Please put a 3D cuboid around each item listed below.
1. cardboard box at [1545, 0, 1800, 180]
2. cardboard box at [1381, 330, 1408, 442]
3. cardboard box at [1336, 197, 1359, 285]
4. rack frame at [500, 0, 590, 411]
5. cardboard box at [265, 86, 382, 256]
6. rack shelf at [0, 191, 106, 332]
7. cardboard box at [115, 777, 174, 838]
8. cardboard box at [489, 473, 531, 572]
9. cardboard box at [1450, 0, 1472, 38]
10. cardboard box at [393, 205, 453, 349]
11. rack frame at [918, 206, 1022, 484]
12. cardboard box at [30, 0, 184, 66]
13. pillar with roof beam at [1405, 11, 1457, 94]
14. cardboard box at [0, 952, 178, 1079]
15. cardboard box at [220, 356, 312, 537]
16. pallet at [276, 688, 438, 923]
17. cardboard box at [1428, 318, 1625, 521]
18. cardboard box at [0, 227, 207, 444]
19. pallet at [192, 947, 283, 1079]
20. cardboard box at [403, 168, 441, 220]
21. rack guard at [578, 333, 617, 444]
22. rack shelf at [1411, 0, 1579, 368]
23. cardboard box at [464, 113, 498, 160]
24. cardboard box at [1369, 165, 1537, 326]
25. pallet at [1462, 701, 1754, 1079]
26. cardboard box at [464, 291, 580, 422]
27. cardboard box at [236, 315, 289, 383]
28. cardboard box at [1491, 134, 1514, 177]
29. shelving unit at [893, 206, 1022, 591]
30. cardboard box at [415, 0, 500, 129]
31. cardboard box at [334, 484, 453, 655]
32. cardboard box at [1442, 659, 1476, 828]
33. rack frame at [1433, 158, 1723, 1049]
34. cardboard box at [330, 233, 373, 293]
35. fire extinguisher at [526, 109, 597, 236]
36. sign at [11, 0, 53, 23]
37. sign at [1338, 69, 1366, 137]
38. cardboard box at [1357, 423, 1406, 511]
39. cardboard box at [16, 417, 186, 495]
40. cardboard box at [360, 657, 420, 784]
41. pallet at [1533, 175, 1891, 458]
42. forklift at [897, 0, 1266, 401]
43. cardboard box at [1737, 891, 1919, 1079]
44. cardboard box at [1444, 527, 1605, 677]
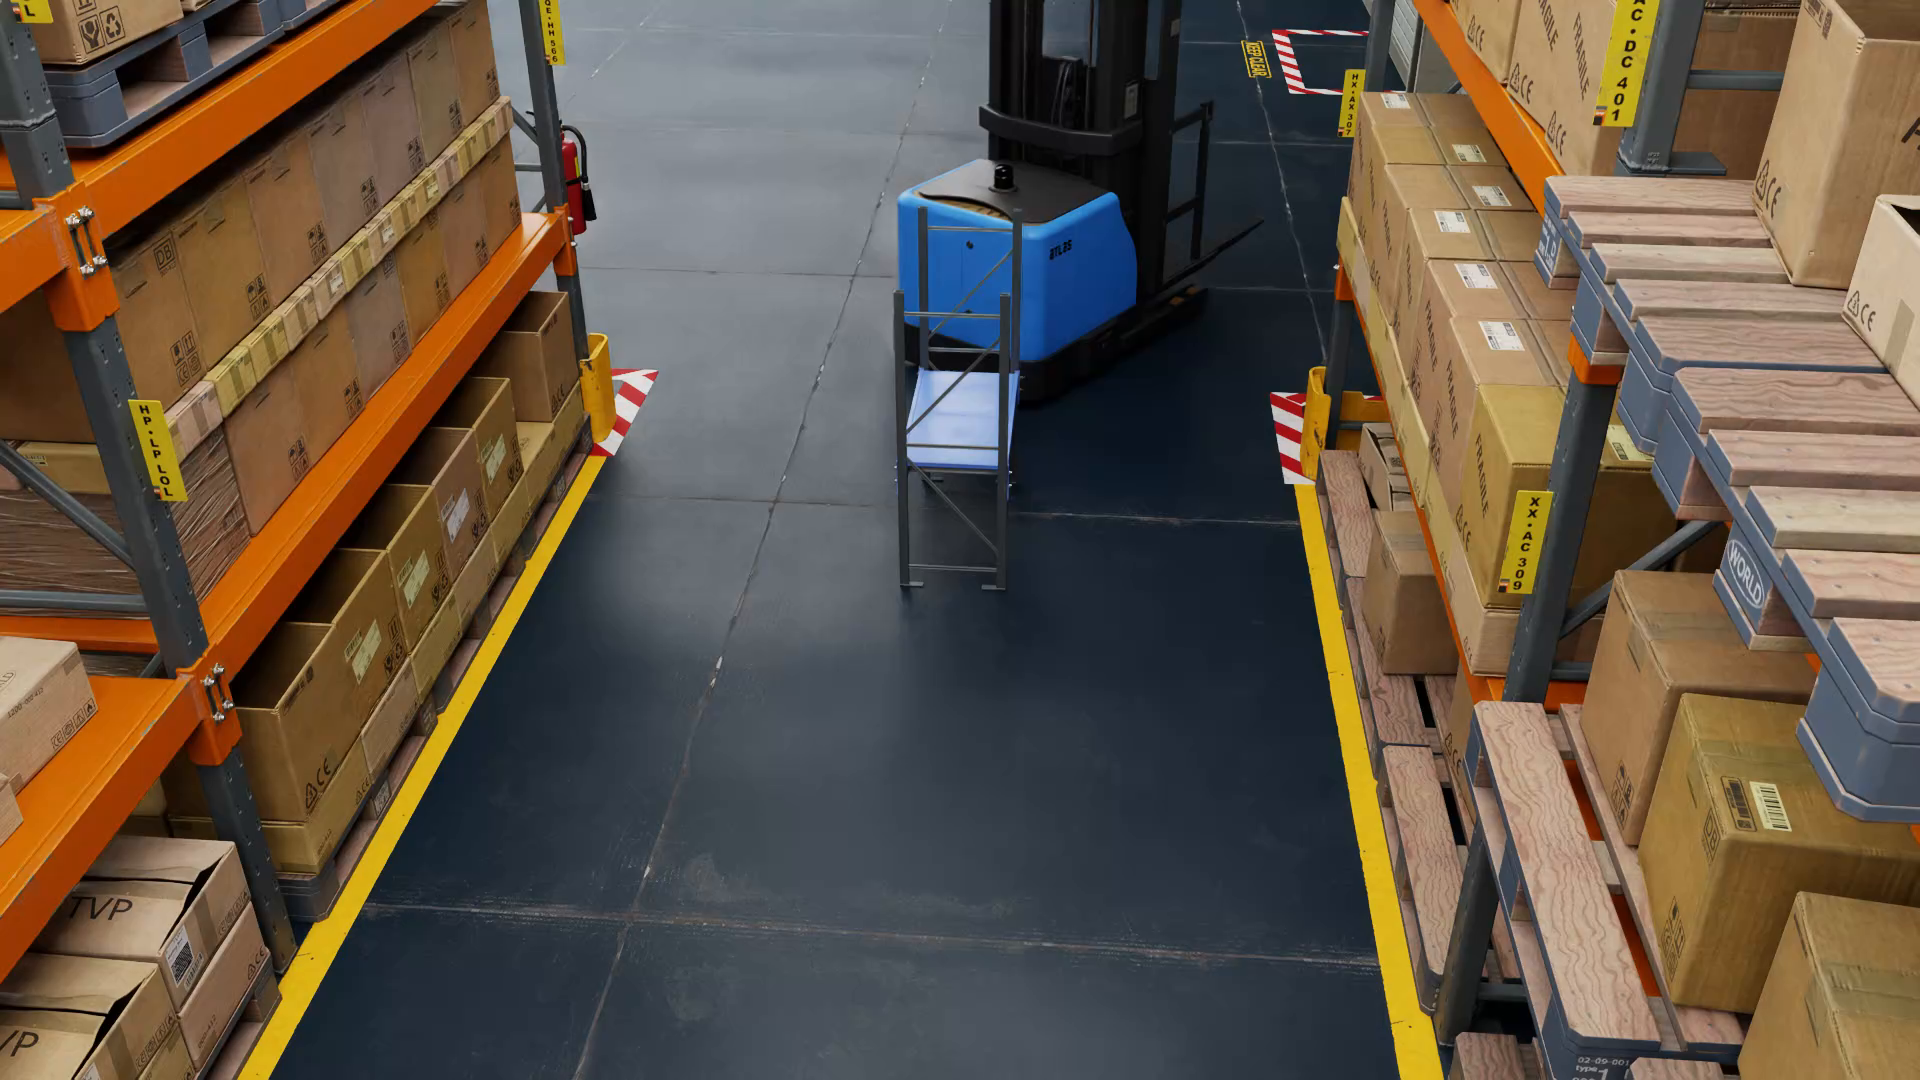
[{"bbox_3d":[1.886,-1.208,4.377,0.500,0.500,0.500,3,32,5],"label":"cardboard box"},{"bbox_3d":[1.942,-0.596,6.482,0.500,0.250,0.500,3,32,4],"label":"cardboard box"},{"bbox_3d":[2.061,-1.398,7.784,0.500,0.250,0.500,2,32,3],"label":"cardboard box"},{"bbox_3d":[-2.521,-1.905,8.482,1.000,3.000,0.127,2,32,4],"label":"rack frame"},{"bbox_3d":[-2.694,-1.428,6.376,0.700,0.500,0.500,2,32,4],"label":"cardboard box"},{"bbox_3d":[-3.009,0.262,2.793,1.077,0.370,4.000,2,32,4],"label":"rack shelf"},{"bbox_3d":[-3.026,0.927,6.108,0.500,0.250,0.500,2,32,4],"label":"cardboard box"},{"bbox_3d":[-2.338,-0.097,7.768,0.500,0.250,0.500,2,32,4],"label":"cardboard box"},{"bbox_3d":[2.000,-2.027,5.707,0.500,0.500,0.500,4,32,7],"label":"cardboard box"},{"bbox_3d":[-2.656,-1.170,7.194,0.700,0.500,0.500,3,32,4],"label":"cardboard box"},{"bbox_3d":[0.048,-0.949,8.360,0.500,1.500,0.032,2,32,4],"label":"rack frame"},{"bbox_3d":[-2.543,-1.623,4.537,0.500,0.500,0.500,5,32,8],"label":"cardboard box"},{"bbox_3d":[-0.580,-7.168,11.303,9.100,9.000,0.400,2,32,4],"label":"pillar with roof beam"},{"bbox_3d":[-2.630,1.436,4.747,0.500,0.311,0.500,3,32,5],"label":"cardboard box"},{"bbox_3d":[-2.780,-0.364,5.887,0.700,0.500,0.500,2,32,3],"label":"cardboard box"},{"bbox_3d":[-2.740,0.960,6.491,1.003,0.211,1.213,2,32,4],"label":"pallet"},{"bbox_3d":[1.856,-0.389,5.432,0.500,0.500,0.500,2,32,4],"label":"cardboard box"},{"bbox_3d":[-2.817,-0.640,5.098,0.700,0.500,0.500,3,32,4],"label":"cardboard box"},{"bbox_3d":[-2.868,1.761,5.192,1.003,0.211,1.213,2,32,4],"label":"pallet"},{"bbox_3d":[-2.446,-1.476,7.073,0.380,0.149,0.250,3,32,6],"label":"cardboard box"},{"bbox_3d":[-2.519,-0.853,9.158,1.175,0.500,0.348,2,32,4],"label":"rack guard"},{"bbox_3d":[2.254,-1.620,5.847,1.077,0.370,4.000,2,32,4],"label":"rack shelf"},{"bbox_3d":[-2.382,-1.879,7.726,0.380,0.149,0.250,3,32,5],"label":"cardboard box"},{"bbox_3d":[1.980,-1.194,6.738,0.500,0.500,0.500,1,32,2],"label":"cardboard box"},{"bbox_3d":[1.884,0.871,4.160,1.003,0.211,1.213,2,32,4],"label":"pallet"},{"bbox_3d":[-2.268,-0.939,8.421,0.500,0.500,0.500,2,32,4],"label":"cardboard box"},{"bbox_3d":[-2.572,-0.668,5.761,0.380,0.149,0.250,2,32,4],"label":"cardboard box"},{"bbox_3d":[2.539,-1.441,7.138,0.500,0.500,0.500,3,32,5],"label":"cardboard box"},{"bbox_3d":[0.007,-0.683,7.929,0.538,1.500,1.048,2,32,4],"label":"shelving unit"},{"bbox_3d":[-2.576,-2.229,7.675,0.700,0.500,0.500,3,32,4],"label":"cardboard box"},{"bbox_3d":[-2.415,0.107,6.723,0.500,0.500,0.500,2,32,4],"label":"cardboard box"},{"bbox_3d":[2.136,0.729,6.172,0.500,0.500,0.500,0,32,0],"label":"cardboard box"},{"bbox_3d":[2.091,0.396,4.748,1.000,3.000,0.127,2,32,4],"label":"rack frame"},{"bbox_3d":[-2.509,-1.074,6.421,0.380,0.149,0.250,2,32,4],"label":"cardboard box"},{"bbox_3d":[-2.048,-1.914,8.570,0.296,0.674,0.183,2,32,4],"label":"fire extinguisher"},{"bbox_3d":[-2.305,-1.426,4.053,0.100,0.325,0.005,2,32,4],"label":"sign"},{"bbox_3d":[1.876,-2.087,7.952,0.100,0.325,0.005,2,32,4],"label":"sign"},{"bbox_3d":[2.271,-0.380,8.151,0.500,0.311,0.500,-1,32,-2],"label":"cardboard box"},{"bbox_3d":[-2.632,-0.264,5.106,0.380,0.149,0.250,2,32,4],"label":"cardboard box"},{"bbox_3d":[-2.461,0.688,6.495,0.500,0.250,0.500,2,32,4],"label":"cardboard box"},{"bbox_3d":[1.935,-0.482,3.494,1.213,0.211,1.003,2,32,4],"label":"pallet"},{"bbox_3d":[0.919,-2.749,9.917,1.130,2.935,3.031,22,38,31],"label":"forklift"},{"bbox_3d":[1.941,1.069,3.142,0.700,0.500,0.500,7,32,11],"label":"cardboard box"},{"bbox_3d":[1.828,0.191,5.205,0.500,0.250,0.500,3,32,4],"label":"cardboard box"}]
